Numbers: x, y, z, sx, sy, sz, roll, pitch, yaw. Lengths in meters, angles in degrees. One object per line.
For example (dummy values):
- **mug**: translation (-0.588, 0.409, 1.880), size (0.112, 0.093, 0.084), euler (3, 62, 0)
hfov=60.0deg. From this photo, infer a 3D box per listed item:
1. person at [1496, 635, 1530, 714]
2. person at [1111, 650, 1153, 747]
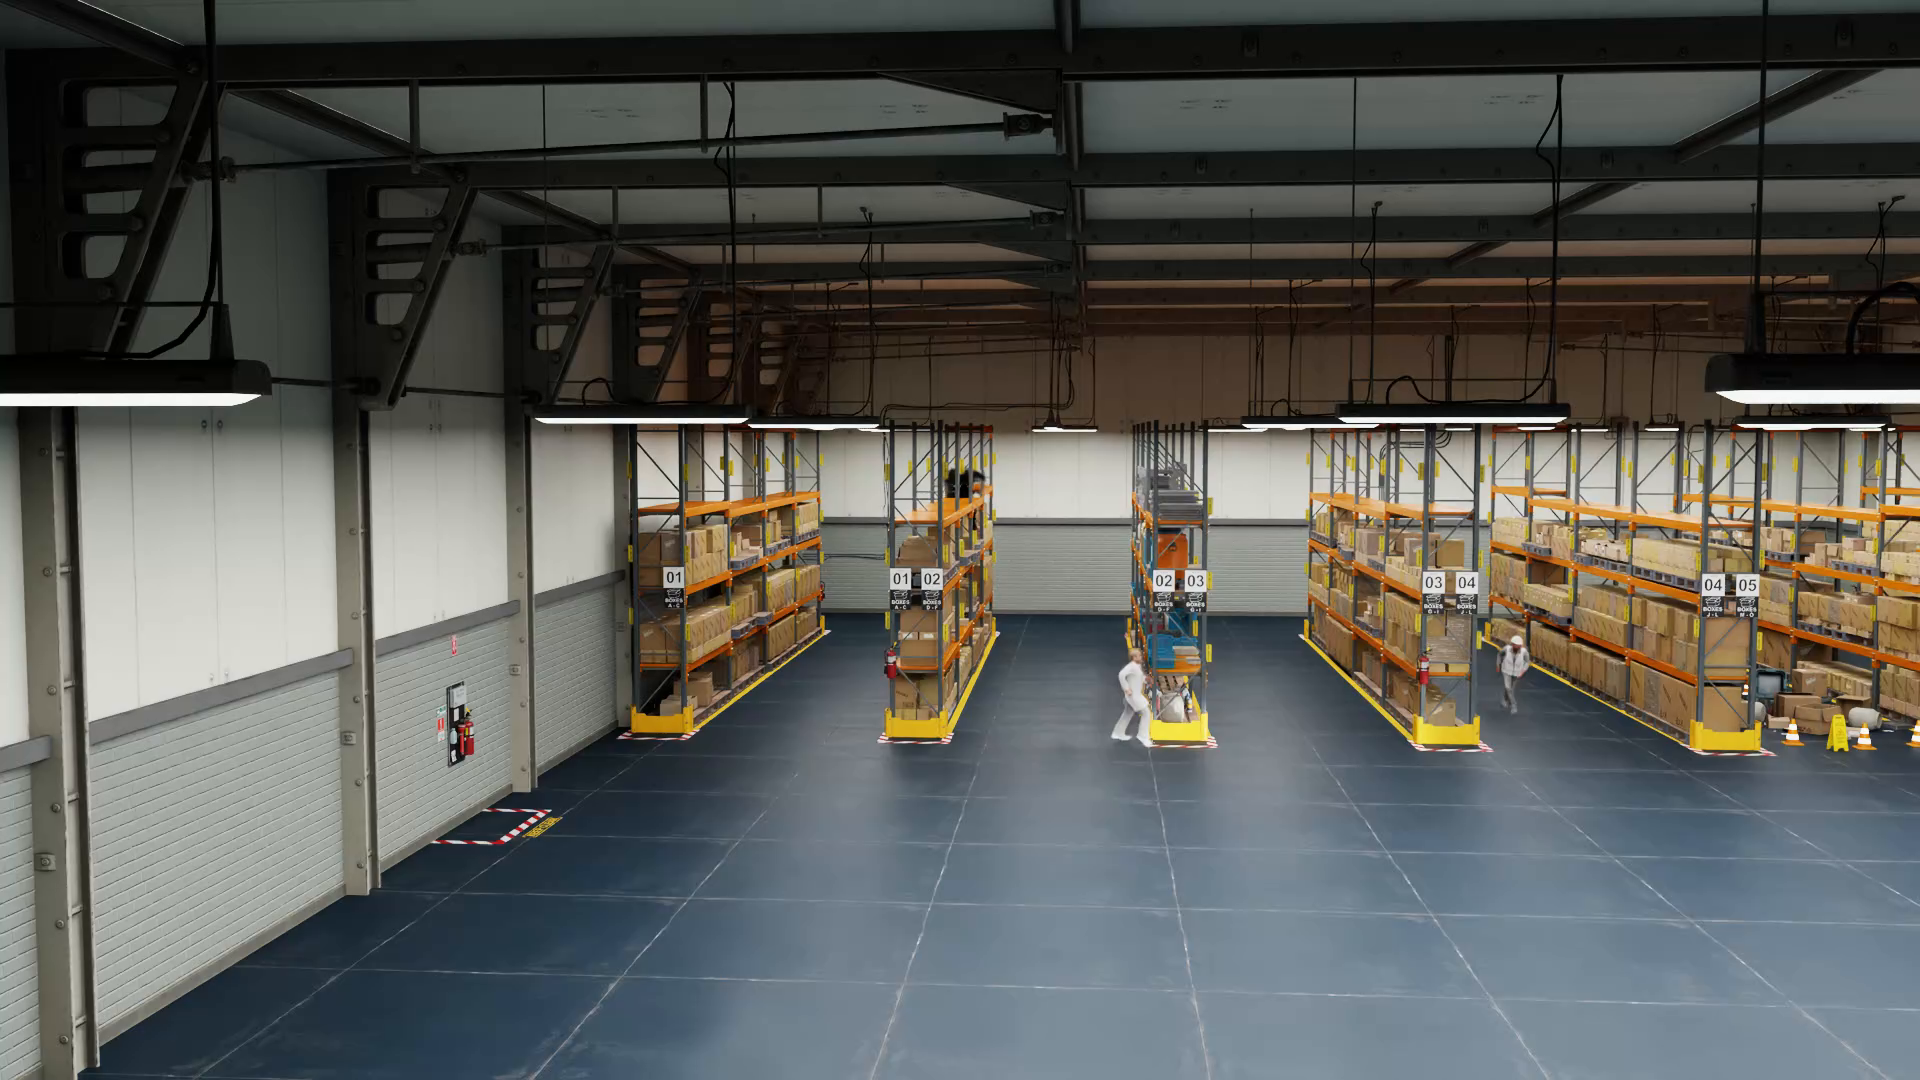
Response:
- **person**: translation (11.380, 2.730, 34.297), size (0.665, 1.619, 1.108), euler (1, 4, 9)
- **person**: translation (3.150, 2.915, 30.480), size (0.789, 1.831, 0.793), euler (1, 4, 9)
